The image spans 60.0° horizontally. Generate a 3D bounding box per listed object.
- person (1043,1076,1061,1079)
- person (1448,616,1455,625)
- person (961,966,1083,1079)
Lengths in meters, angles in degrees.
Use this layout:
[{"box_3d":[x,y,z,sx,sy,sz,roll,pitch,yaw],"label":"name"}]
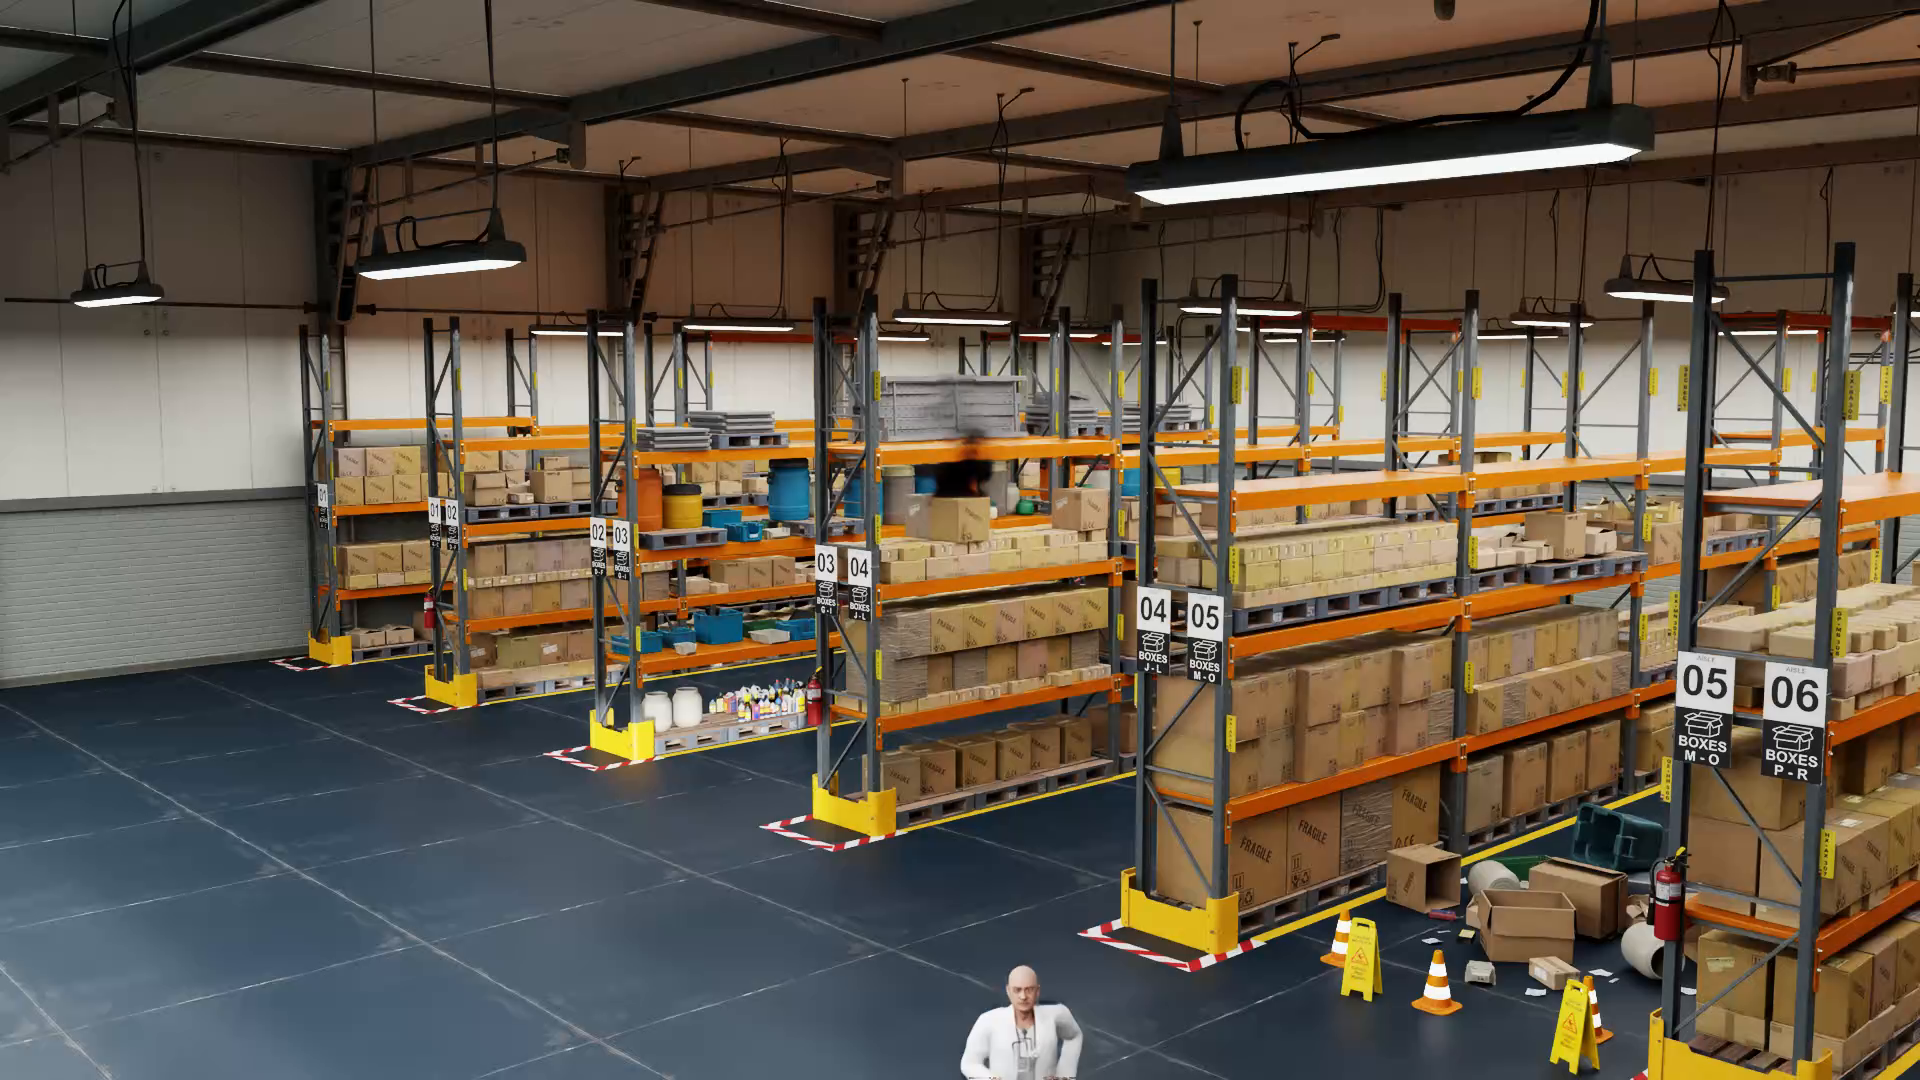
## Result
[{"box_3d":[0.460,3.513,8.469,0.613,1.639,0.720,0,6,3],"label":"person"},{"box_3d":[7.145,1.895,24.176,0.533,1.724,0.745,4,7,38],"label":"person"},{"box_3d":[0.358,3.311,9.499,0.707,1.770,1.049,0,6,0],"label":"person"}]
